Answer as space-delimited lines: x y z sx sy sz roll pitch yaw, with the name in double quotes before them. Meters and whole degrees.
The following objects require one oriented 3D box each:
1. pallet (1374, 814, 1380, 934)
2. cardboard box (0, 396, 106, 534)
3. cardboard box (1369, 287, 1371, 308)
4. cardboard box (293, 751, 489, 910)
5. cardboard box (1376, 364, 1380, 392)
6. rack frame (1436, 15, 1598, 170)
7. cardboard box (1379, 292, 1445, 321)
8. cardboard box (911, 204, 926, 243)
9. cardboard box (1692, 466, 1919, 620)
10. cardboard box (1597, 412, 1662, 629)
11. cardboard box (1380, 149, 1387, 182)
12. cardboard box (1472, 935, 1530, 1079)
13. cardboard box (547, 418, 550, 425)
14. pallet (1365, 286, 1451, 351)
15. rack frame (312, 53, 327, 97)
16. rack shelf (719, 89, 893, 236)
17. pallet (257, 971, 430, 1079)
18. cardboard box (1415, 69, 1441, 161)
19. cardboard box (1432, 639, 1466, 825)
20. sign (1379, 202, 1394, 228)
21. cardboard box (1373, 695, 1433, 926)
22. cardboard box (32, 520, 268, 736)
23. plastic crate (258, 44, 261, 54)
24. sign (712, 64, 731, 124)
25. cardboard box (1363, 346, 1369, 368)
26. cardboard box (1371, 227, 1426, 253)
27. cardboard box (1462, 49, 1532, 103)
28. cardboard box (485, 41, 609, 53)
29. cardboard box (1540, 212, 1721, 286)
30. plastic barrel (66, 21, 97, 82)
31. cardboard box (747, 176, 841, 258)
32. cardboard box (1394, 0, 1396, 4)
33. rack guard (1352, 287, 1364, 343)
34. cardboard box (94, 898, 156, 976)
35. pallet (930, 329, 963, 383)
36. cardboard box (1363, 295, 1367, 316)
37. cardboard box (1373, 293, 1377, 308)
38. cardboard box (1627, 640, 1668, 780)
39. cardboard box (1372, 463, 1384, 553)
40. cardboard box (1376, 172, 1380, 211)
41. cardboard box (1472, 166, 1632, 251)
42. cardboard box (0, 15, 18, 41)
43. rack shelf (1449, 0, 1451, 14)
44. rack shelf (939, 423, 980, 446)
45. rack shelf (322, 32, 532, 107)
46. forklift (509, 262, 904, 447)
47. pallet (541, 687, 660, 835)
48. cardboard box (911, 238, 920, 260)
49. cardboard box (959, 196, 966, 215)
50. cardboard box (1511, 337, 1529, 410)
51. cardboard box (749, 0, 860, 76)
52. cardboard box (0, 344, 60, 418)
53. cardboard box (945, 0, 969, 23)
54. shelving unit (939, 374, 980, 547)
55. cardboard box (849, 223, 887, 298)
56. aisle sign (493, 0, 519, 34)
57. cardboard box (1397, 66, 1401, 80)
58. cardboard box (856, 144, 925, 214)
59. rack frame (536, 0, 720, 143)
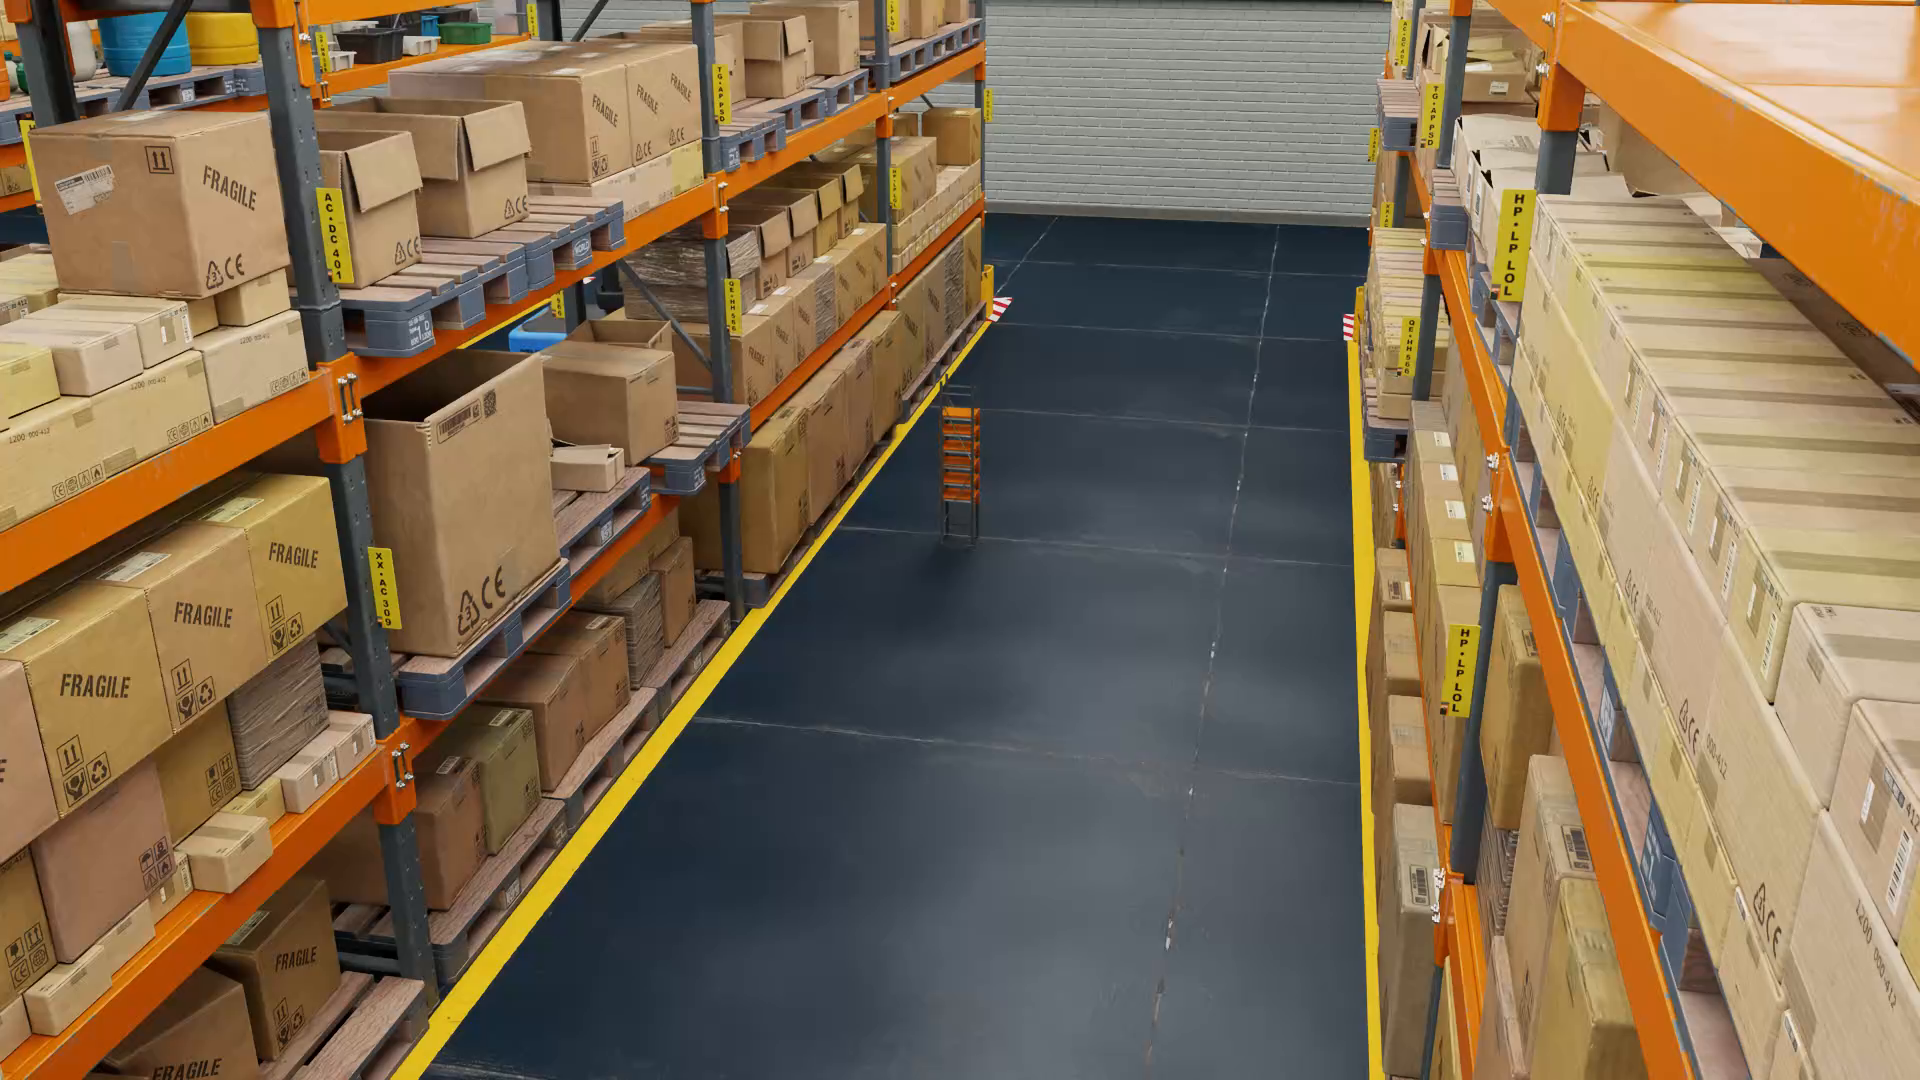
"pallet" 2.475 1.518 7.803 1.003 0.211 1.213 4 22 11
"cardboard box" -2.744 -0.214 4.555 0.500 0.250 0.500 4 22 11
"cardboard box" 3.140 -1.742 11.939 0.380 0.149 0.250 5 22 11
"cardboard box" -2.544 1.277 7.425 0.700 0.500 0.500 3 22 7
"cardboard box" 2.715 -0.982 10.050 0.380 0.149 0.250 5 22 12
"rack frame" 2.960 -3.286 7.967 1.000 3.000 0.127 4 22 11
"cardboard box" 2.824 -1.445 10.404 0.380 0.149 0.250 4 22 11
"cardboard box" -0.600 -2.783 14.551 0.500 0.250 0.500 4 22 11
"cardboard box" 1.273 0.017 2.355 0.380 0.149 0.250 5 22 11
"cardboard box" 1.464 -0.030 3.003 0.500 0.250 0.500 5 22 11
"cardboard box" 3.916 -3.373 14.343 0.500 0.500 0.500 4 22 9
"cardboard box" 1.765 1.417 4.119 0.875 0.550 0.550 4 22 11
"cardboard box" -2.442 -0.448 8.590 0.500 0.250 0.500 4 22 9
"pallet" 3.478 -1.609 12.090 1.003 0.211 1.213 4 22 11
"rack frame" -5.907 -2.759 14.688 1.000 3.000 0.127 4 22 11
"rack shelf" -1.467 -2.707 11.509 1.077 0.370 4.000 4 22 11
"pallet" -2.793 2.086 6.391 1.003 0.211 1.213 4 22 11
"cardboard box" 3.023 -2.536 9.985 0.500 0.500 0.500 4 22 11
"cardboard box" 1.989 0.702 5.961 0.500 0.500 0.500 4 22 11
"sign" 3.244 -2.406 12.654 0.100 0.325 0.005 4 22 11
"cardboard box" 2.383 1.222 7.254 1.050 0.750 0.750 4 22 11
"cardboard box" -2.614 0.265 5.310 0.500 0.500 0.500 4 22 11
"plastic crate" -6.117 -4.230 14.610 0.450 0.188 0.662 4 22 11
"sign" -1.344 -2.507 9.357 0.100 0.325 0.005 4 22 11
"cardboard box" 3.901 -1.671 15.241 0.380 0.149 0.250 3 22 8
"cardboard box" 3.246 -2.211 12.307 0.380 0.149 0.250 6 23 14
"cardboard box" 2.789 -2.464 8.783 0.396 0.266 0.258 4 22 11
"cardboard box" -2.222 -2.436 9.068 0.500 0.500 0.500 5 22 11
"cardboard box" 1.686 -0.726 4.198 0.380 0.149 0.250 4 22 10
"plastic barrel" -6.509 -3.605 12.030 0.433 0.535 0.433 0 22 0
"cardboard box" -1.332 -2.409 12.342 0.797 0.503 0.637 5 22 12
"cardboard box" 4.107 -4.881 14.941 0.380 0.149 0.250 4 22 11
"rack guard" 4.577 -2.242 16.751 1.175 0.500 0.348 4 22 11
"cardboard box" -2.751 1.215 5.157 0.380 0.149 0.250 4 22 11
"pallet" -0.580 -1.807 16.059 1.003 0.211 1.213 4 22 11
"cardboard box" 4.038 -2.219 15.807 0.380 0.149 0.250 4 22 11
"cardboard box" 2.983 -1.593 11.170 0.380 0.149 0.250 4 22 10
"cardboard box" 1.324 0.294 2.733 0.380 0.149 0.250 5 22 11
"cardboard box" 3.040 -0.183 11.078 0.500 0.500 0.500 3 22 9
"cardboard box" 4.146 -3.273 15.432 0.500 0.500 0.500 5 22 11
"cardboard box" 2.286 -1.289 6.448 0.500 0.311 0.500 4 22 9
"cardboard box" -9.988 -5.349 17.304 0.500 0.250 0.500 4 22 11
"rack shelf" 3.368 -3.498 9.993 1.077 0.370 4.000 4 22 11
"rack shelf" -0.003 -0.733 11.543 0.258 0.103 0.180 4 22 11
"rack shelf" -5.499 -4.548 16.079 1.077 0.370 4.000 4 22 11
"forklift" -2.010 -2.099 13.141 3.031 2.935 1.130 3 22 7
"pallet" -2.287 1.106 8.826 1.003 0.211 1.213 4 22 11
"cardboard box" -0.566 -2.540 14.481 0.380 0.149 0.250 5 23 13
"cardboard box" -0.148 -3.294 16.353 0.380 0.149 0.250 5 22 12
"cardboard box" 1.737 -0.449 4.579 0.380 0.149 0.250 4 22 10
"cardboard box" -1.167 -3.801 12.565 0.700 0.500 0.500 5 22 12
"cardboard box" -2.741 -0.441 4.584 0.380 0.149 0.250 5 23 13
"cardboard box" -0.296 -5.329 16.225 0.700 0.500 0.500 3 22 8
"shelving unit" -0.003 -0.551 11.616 0.258 1.200 0.189 4 22 11
"cardboard box" -0.887 -2.236 13.256 0.500 0.500 0.500 5 22 11
"aisle sign" -4.789 -5.432 17.845 0.394 0.787 0.004 4 22 11
"cardboard box" 3.726 -3.670 13.136 0.500 0.250 0.500 4 22 11
"cardboard box" -0.602 -3.133 14.416 0.500 0.500 0.500 4 22 11
"rack frame" -1.875 -3.701 8.998 1.000 3.000 0.127 4 22 11
